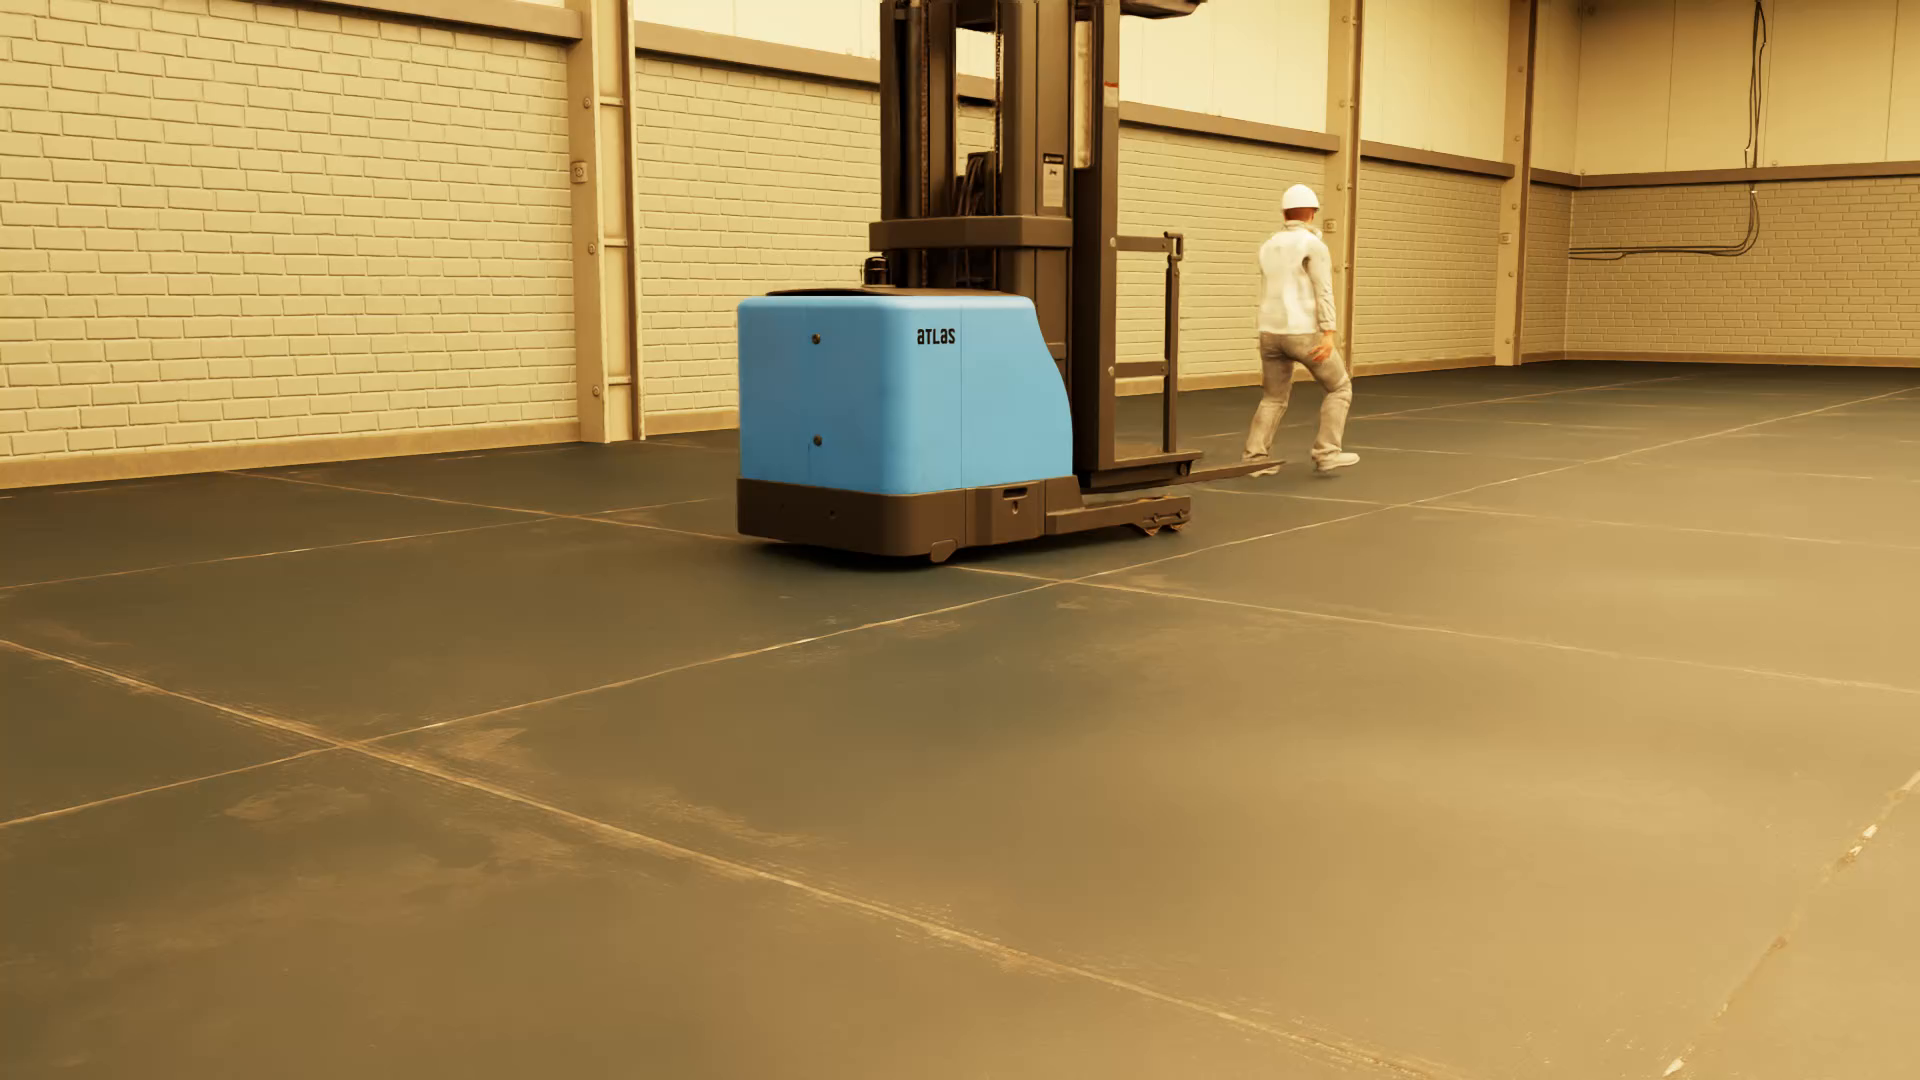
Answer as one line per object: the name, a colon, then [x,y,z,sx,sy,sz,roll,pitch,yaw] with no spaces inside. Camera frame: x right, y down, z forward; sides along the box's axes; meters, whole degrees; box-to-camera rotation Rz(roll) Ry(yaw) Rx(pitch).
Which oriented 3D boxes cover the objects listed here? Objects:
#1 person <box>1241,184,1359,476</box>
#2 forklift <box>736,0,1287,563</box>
person: [2.037,-1.249,9.968,0.634,1.733,0.656,-6,10,-35]
forklift: [0.426,-1.519,7.661,1.130,2.935,3.031,8,11,43]
